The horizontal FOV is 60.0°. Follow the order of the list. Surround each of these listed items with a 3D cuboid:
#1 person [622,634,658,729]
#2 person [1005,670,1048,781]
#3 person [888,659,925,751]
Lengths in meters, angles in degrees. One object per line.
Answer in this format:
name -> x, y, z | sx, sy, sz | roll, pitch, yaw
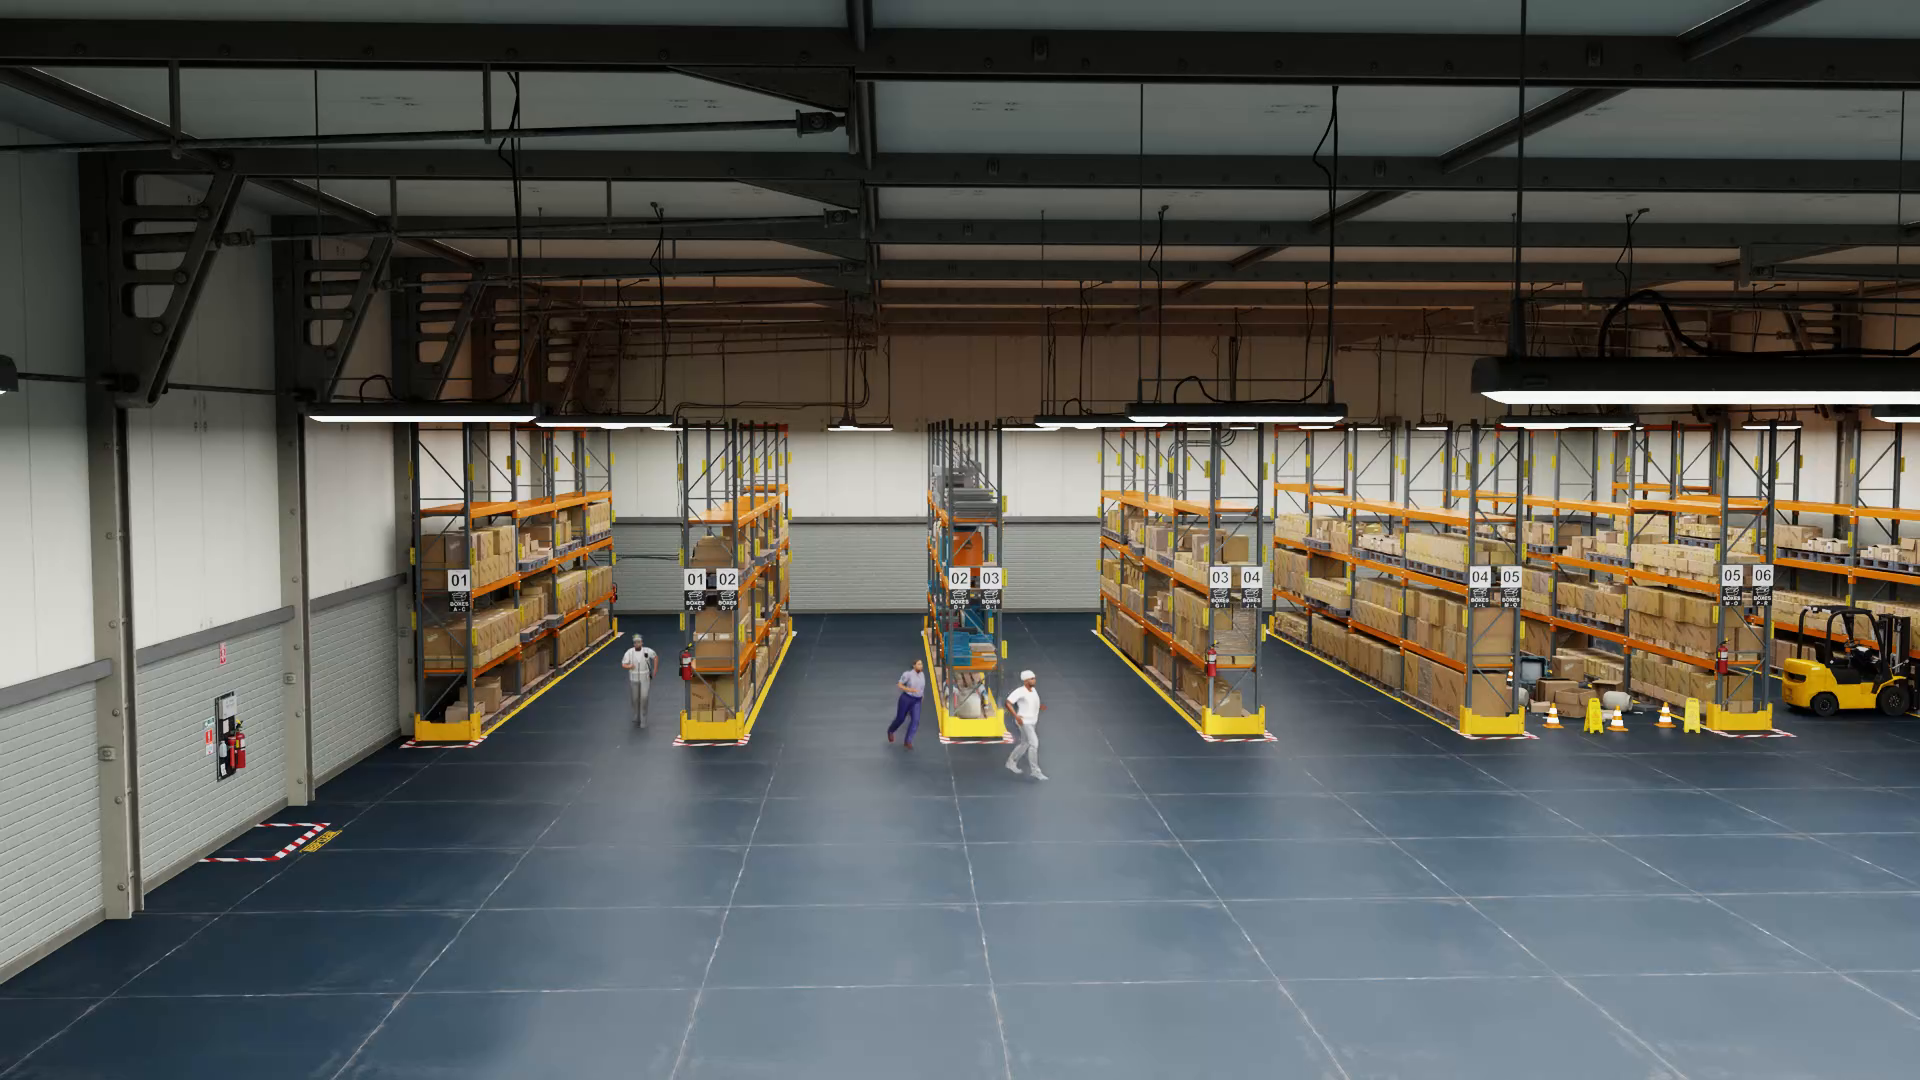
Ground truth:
person -> -6.285, 2.752, 32.670 | 0.669, 1.834, 0.932 | 0, 4, -5
person -> 1.122, 3.054, 27.599 | 0.827, 1.793, 0.687 | 2, 4, 25
person -> -0.888, 2.976, 30.470 | 0.651, 1.622, 0.895 | -2, 4, -27
